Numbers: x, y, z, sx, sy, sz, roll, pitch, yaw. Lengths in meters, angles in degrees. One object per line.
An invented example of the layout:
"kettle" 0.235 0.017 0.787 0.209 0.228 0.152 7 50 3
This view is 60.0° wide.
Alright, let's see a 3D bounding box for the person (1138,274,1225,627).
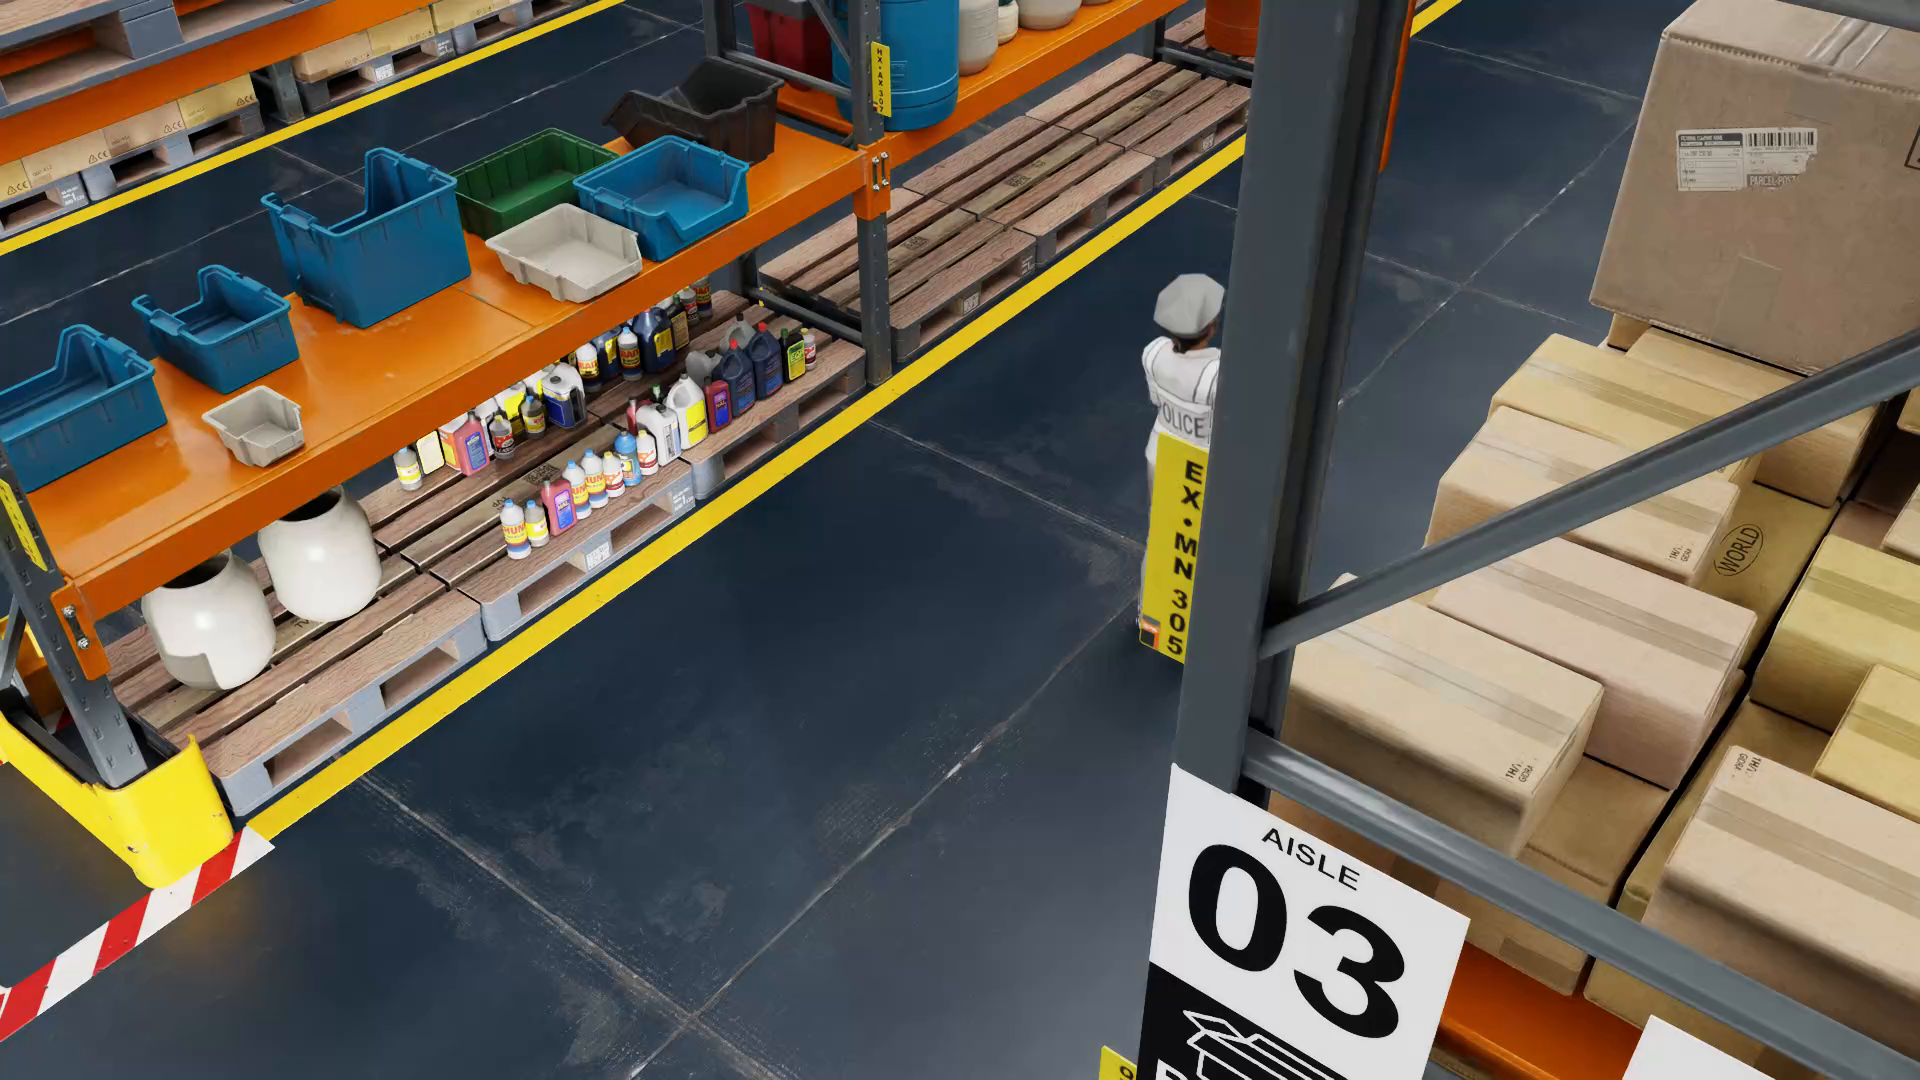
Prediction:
"person" 0.944 -0.314 6.512 0.552 1.697 0.468 -32 49 -33
